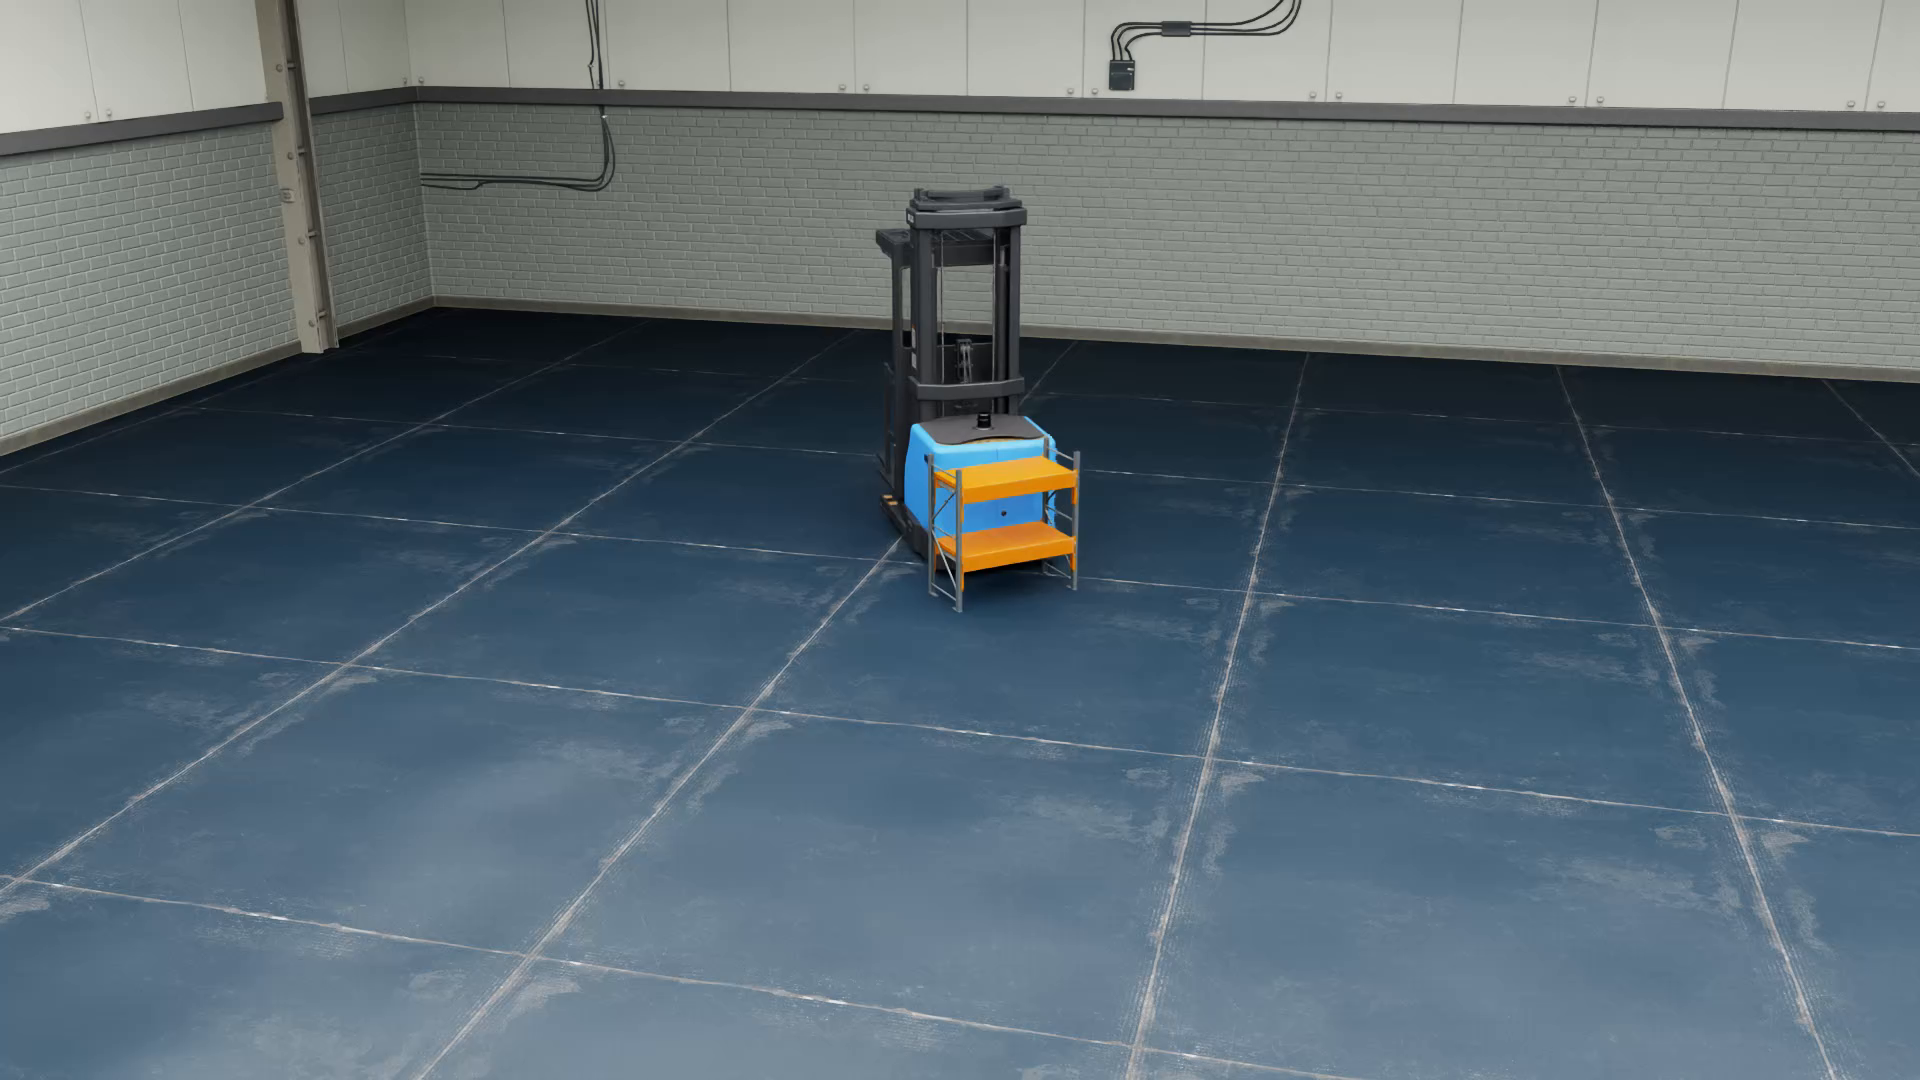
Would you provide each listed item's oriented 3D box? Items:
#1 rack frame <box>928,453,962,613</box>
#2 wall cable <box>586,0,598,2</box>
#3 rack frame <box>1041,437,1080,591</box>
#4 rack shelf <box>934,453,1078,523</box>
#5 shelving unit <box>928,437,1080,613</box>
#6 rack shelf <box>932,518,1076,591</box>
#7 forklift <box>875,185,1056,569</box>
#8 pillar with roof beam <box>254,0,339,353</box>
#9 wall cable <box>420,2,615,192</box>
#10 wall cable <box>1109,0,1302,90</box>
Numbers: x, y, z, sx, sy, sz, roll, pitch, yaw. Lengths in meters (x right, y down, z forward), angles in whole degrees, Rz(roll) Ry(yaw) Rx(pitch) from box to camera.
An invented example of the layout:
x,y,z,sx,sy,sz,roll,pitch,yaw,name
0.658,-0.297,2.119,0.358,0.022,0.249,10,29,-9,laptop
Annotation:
x,y,z,sx,sy,sz,roll,pitch,yaw,name
-0.115,-0.054,12.604,0.032,1.125,0.500,-10,21,-26,rack frame
-3.597,-8.232,21.357,3.097,2.526,0.112,5,19,13,wall cable
0.787,-0.206,13.049,0.032,1.125,0.500,-10,21,-26,rack frame
0.336,-0.407,12.732,1.000,0.278,0.538,-10,21,-26,rack shelf
0.336,-0.130,12.827,1.048,1.125,0.538,-10,21,-26,shelving unit
0.336,0.102,12.906,1.000,0.278,0.538,-10,21,-26,rack shelf
-0.092,-1.592,14.315,1.130,2.935,3.031,-5,19,-14,forklift
-4.048,-6.366,18.904,9.100,9.000,0.400,5,19,13,pillar with roof beam
-6.220,-6.056,22.799,3.097,2.526,0.112,5,19,13,wall cable
2.982,-8.380,19.537,2.305,6.003,0.169,5,19,13,wall cable
